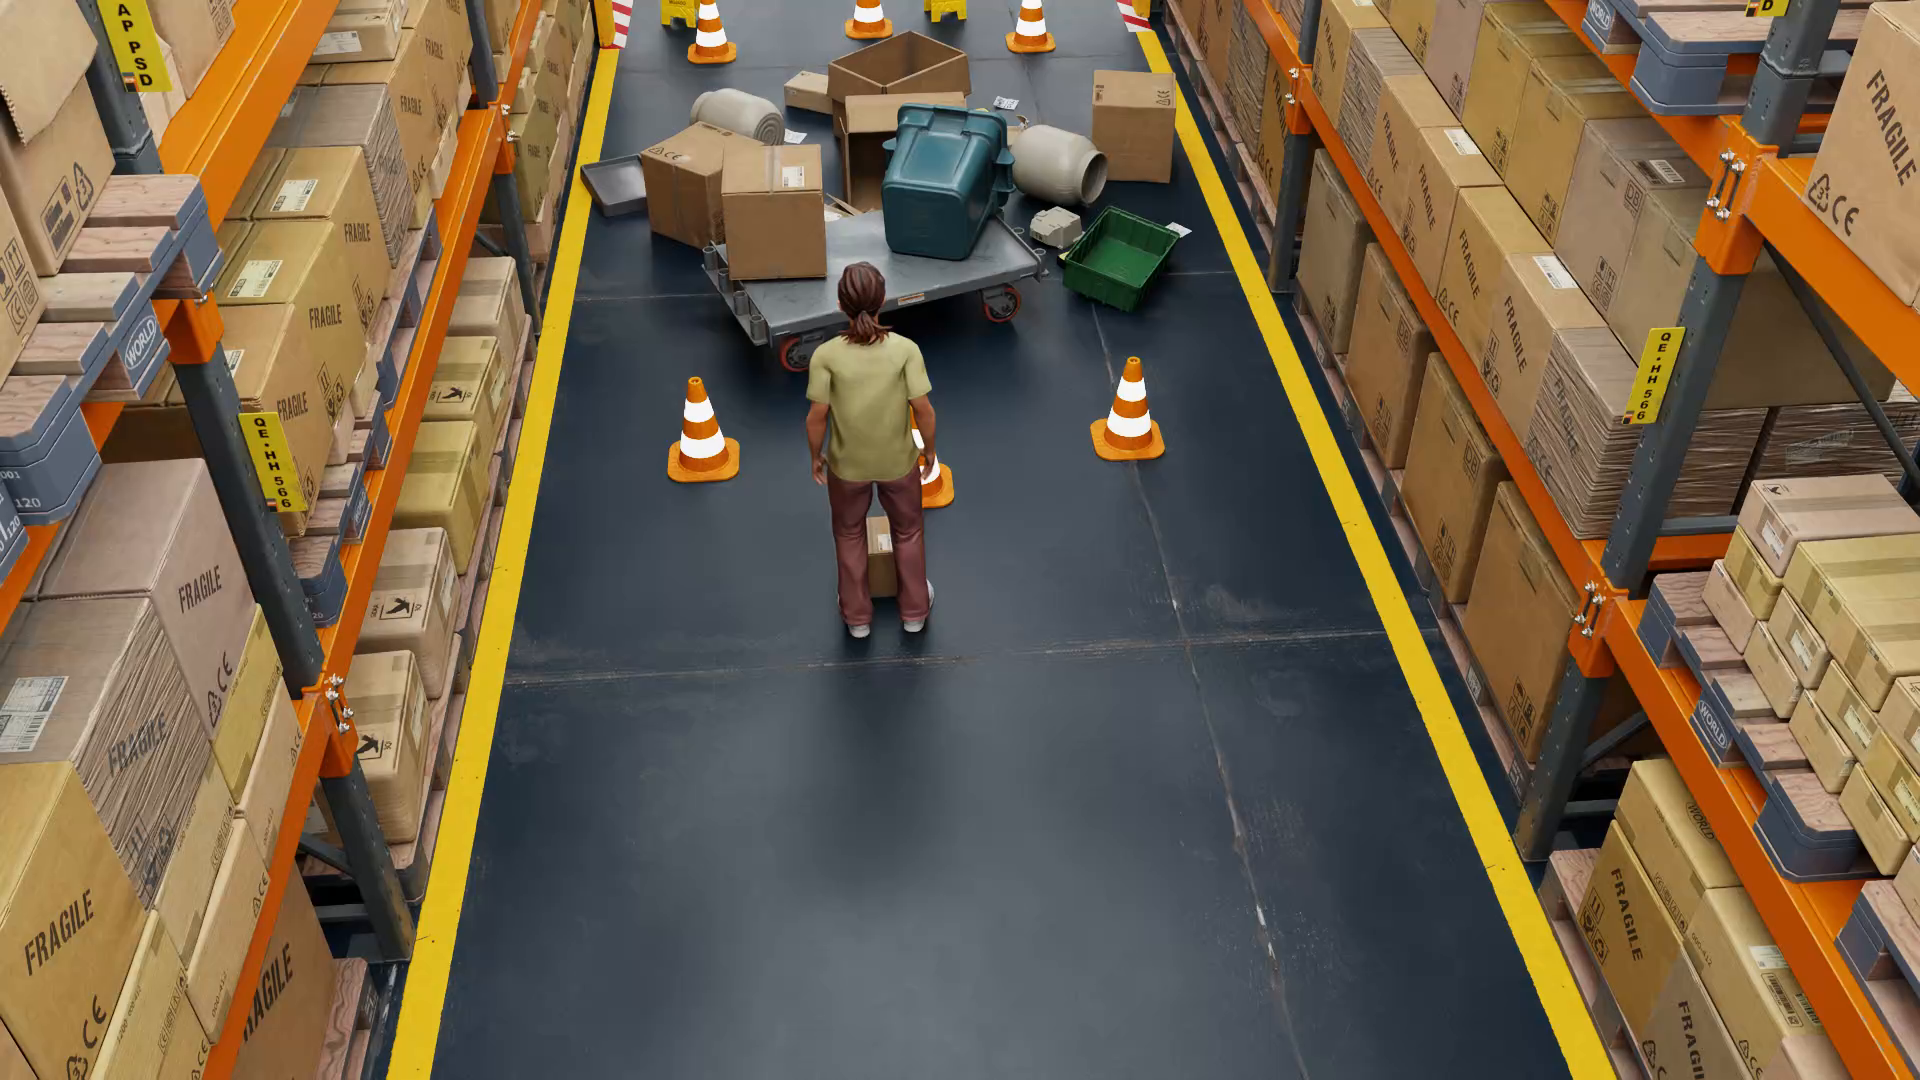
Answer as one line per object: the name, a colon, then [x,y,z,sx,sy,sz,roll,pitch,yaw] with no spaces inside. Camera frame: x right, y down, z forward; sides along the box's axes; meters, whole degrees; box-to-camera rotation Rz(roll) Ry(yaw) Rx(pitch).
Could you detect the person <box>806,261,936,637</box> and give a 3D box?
person: [-0.345,-0.319,6.547,0.498,1.672,0.360,-3,39,-4]
